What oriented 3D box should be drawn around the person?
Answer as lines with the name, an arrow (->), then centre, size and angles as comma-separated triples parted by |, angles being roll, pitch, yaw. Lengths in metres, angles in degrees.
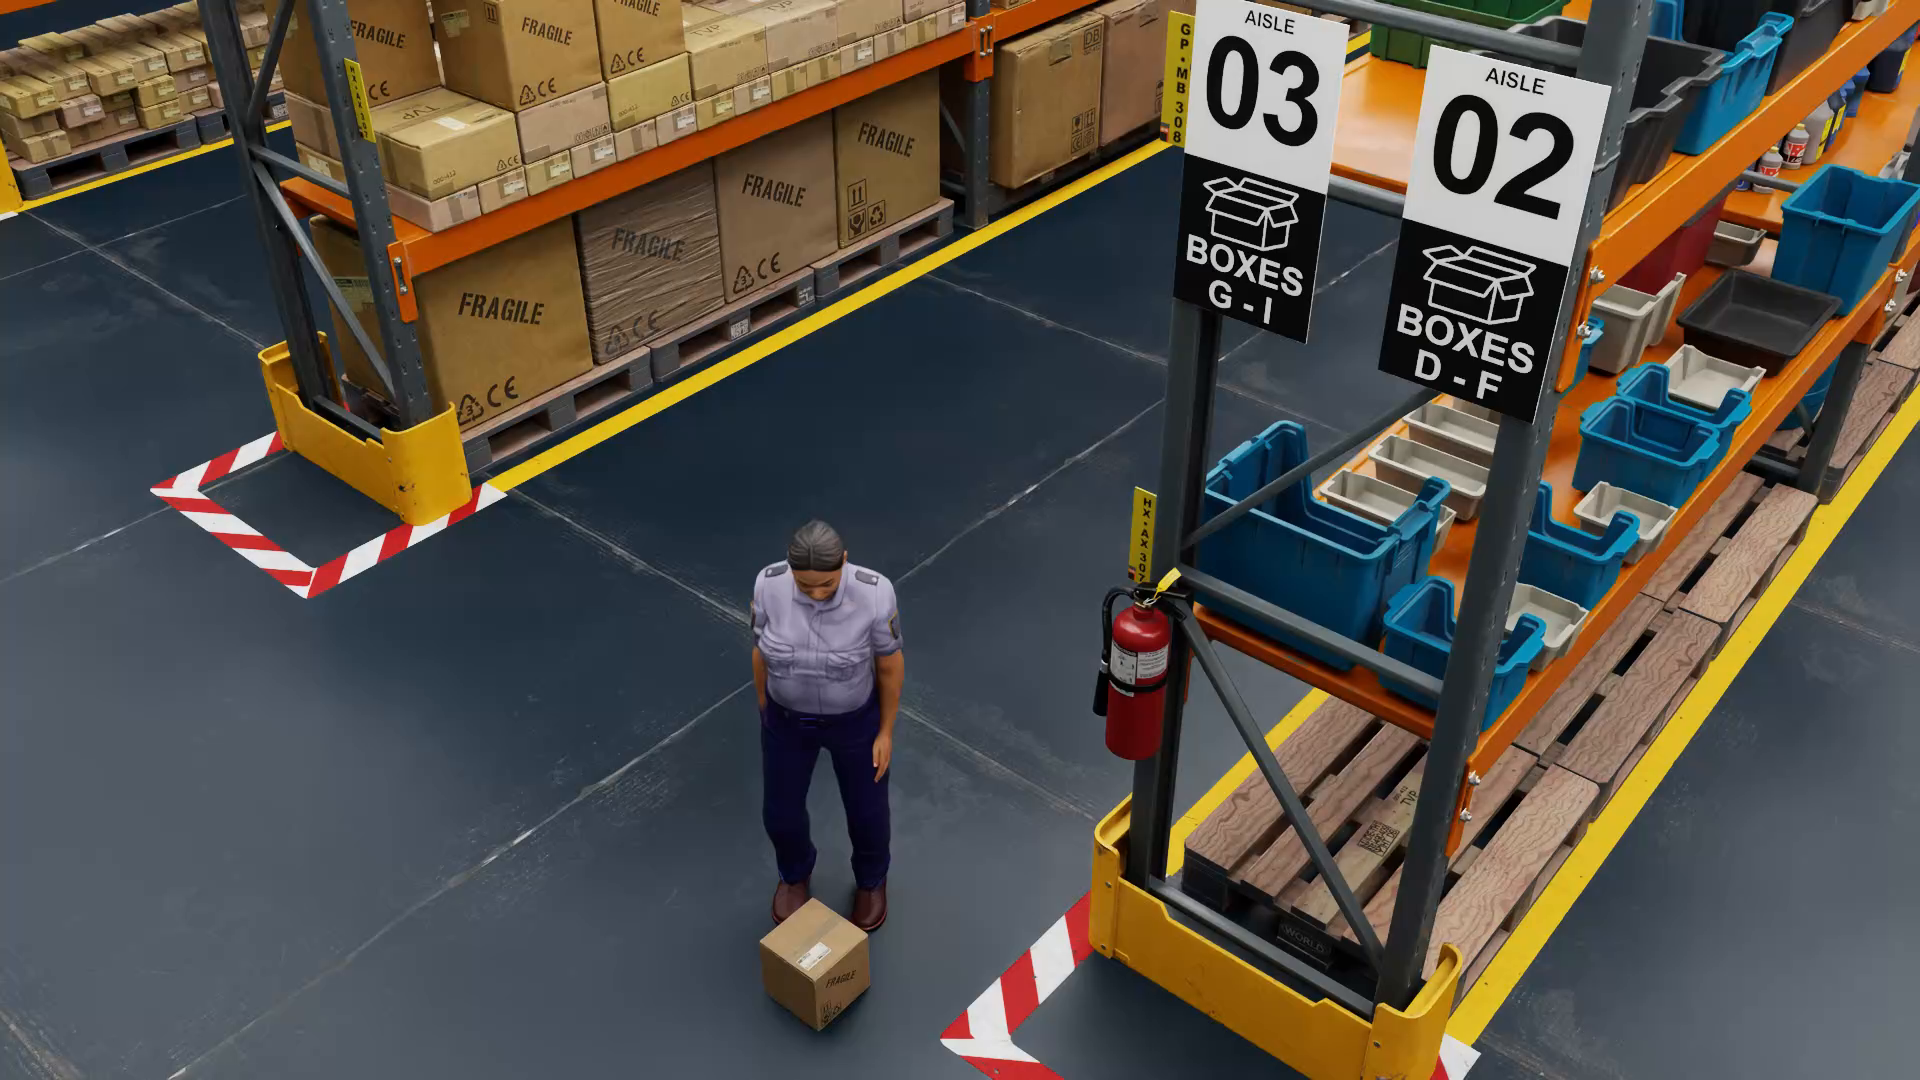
person -> -0.414, 0.586, 5.357 | 0.486, 1.626, 0.355 | 4, 35, 5
